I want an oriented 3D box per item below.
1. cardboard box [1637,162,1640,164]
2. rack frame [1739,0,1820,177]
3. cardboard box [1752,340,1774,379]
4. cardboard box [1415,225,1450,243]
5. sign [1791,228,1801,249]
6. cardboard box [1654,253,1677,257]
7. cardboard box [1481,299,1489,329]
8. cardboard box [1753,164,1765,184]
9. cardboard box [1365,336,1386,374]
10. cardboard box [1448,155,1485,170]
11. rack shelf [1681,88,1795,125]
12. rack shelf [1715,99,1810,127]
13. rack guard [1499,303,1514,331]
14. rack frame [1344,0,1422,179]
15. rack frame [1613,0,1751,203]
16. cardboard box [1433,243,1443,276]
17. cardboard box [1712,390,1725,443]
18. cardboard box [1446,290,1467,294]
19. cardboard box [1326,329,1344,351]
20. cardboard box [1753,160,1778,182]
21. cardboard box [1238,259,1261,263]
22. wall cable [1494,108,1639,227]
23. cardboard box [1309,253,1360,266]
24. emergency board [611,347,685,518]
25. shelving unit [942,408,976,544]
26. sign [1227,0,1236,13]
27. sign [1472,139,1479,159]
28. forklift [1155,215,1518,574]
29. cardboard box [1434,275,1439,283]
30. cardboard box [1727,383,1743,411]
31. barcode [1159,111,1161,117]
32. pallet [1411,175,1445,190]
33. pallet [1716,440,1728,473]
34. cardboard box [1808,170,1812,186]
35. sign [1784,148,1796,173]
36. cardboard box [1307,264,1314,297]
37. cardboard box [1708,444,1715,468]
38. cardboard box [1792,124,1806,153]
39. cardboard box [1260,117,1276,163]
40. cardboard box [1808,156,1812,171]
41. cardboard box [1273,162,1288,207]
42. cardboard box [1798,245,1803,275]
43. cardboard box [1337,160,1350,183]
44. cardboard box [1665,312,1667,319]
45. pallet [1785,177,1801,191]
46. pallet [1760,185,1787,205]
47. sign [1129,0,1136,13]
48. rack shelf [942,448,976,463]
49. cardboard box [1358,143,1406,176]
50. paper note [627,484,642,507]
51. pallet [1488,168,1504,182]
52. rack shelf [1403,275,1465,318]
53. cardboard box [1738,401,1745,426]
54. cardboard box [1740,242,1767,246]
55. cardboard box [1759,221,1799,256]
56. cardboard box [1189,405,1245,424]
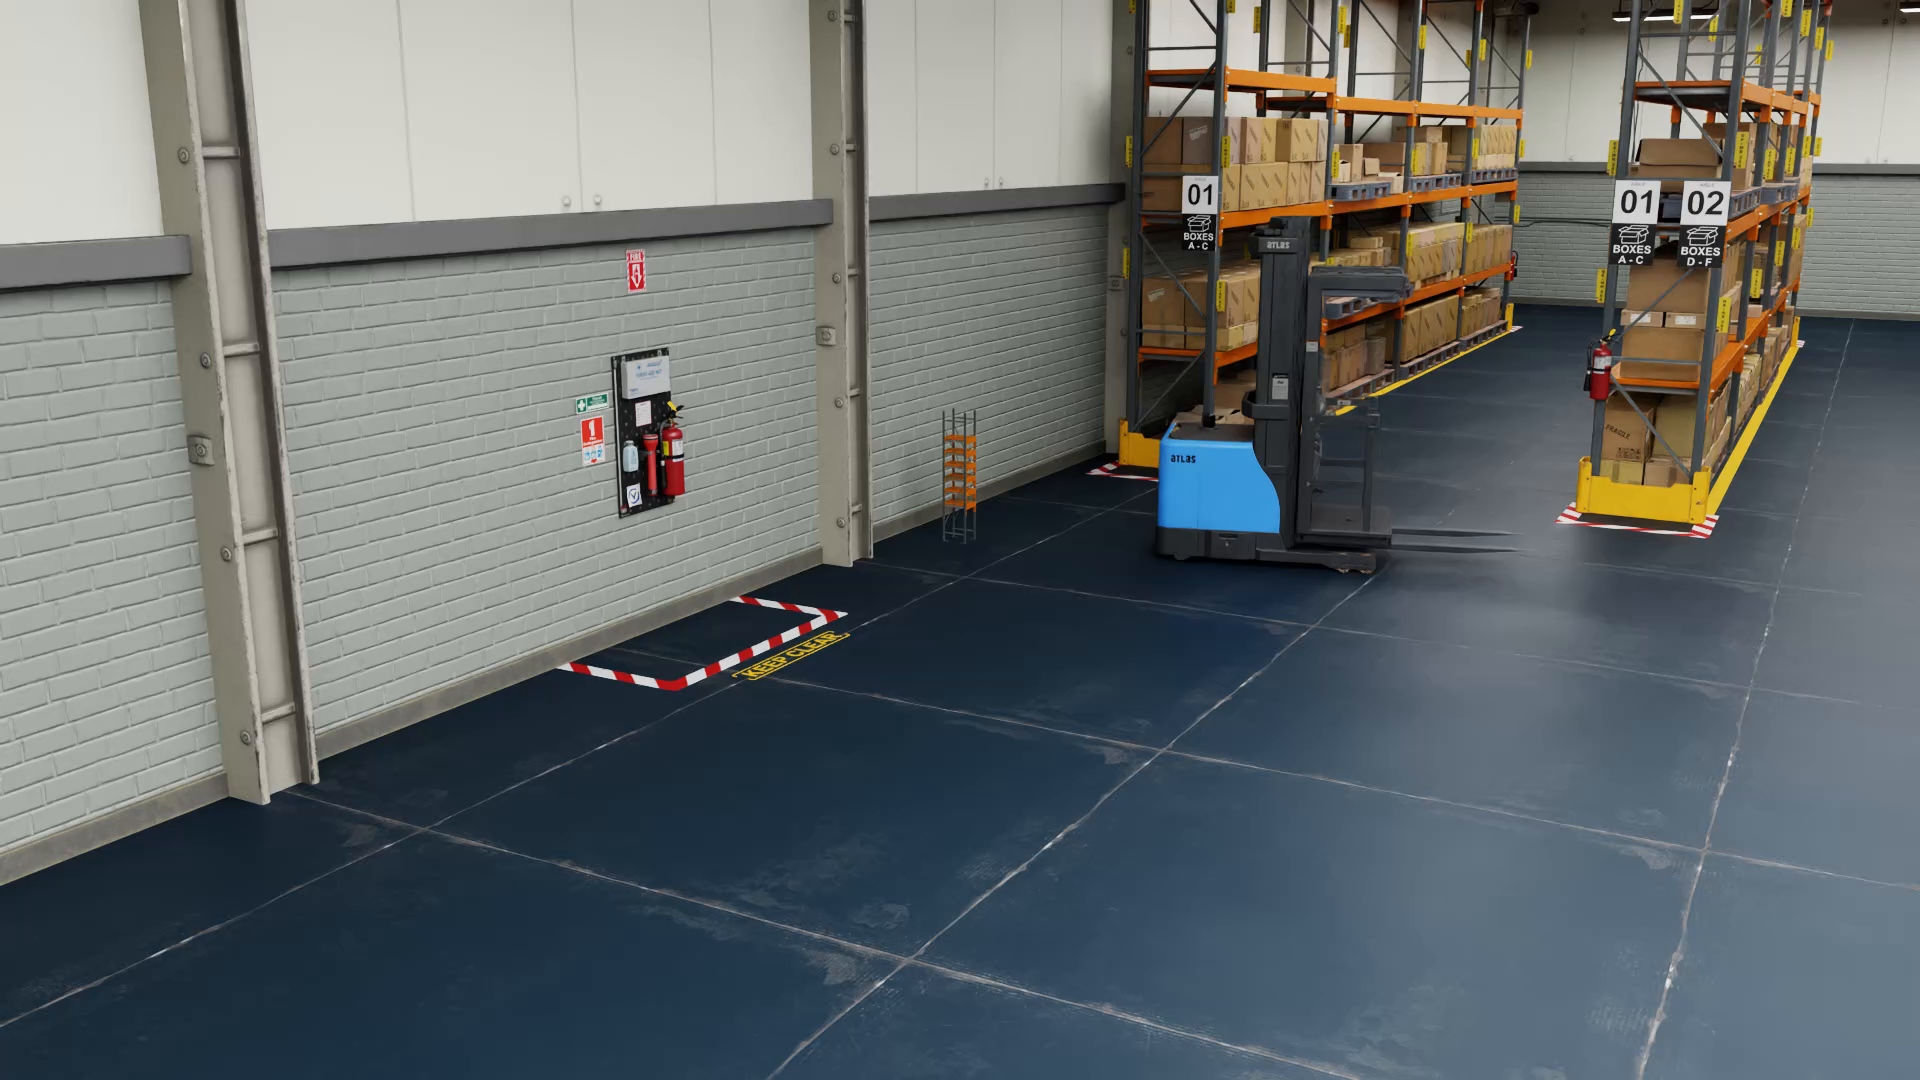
[{"bbox_3d":[7.263,-3.780,17.123,0.500,0.311,0.500,10,17,35],"label":"cardboard box"},{"bbox_3d":[12.470,-7.091,25.462,1.000,3.000,0.127,7,15,28],"label":"rack frame"},{"bbox_3d":[11.501,-2.624,24.128,0.500,0.500,0.500,7,15,27],"label":"cardboard box"},{"bbox_3d":[7.627,-4.969,26.970,0.500,0.250,0.500,8,16,29],"label":"cardboard box"},{"bbox_3d":[12.957,-4.675,25.771,0.100,0.325,0.005,7,15,28],"label":"sign"},{"bbox_3d":[7.181,-2.605,16.675,0.700,0.500,0.500,7,15,27],"label":"cardboard box"},{"bbox_3d":[9.330,-4.184,30.640,0.700,0.500,0.500,7,15,26],"label":"cardboard box"},{"bbox_3d":[10.128,-4.734,21.510,0.500,0.250,0.500,8,16,30],"label":"cardboard box"},{"bbox_3d":[5.895,-2.759,24.690,0.700,0.500,0.500,8,16,29],"label":"cardboard box"},{"bbox_3d":[8.696,-6.485,28.559,0.500,0.250,0.500,7,15,28],"label":"cardboard box"},{"bbox_3d":[9.569,-5.316,20.487,1.077,0.370,4.000,7,15,28],"label":"rack shelf"},{"bbox_3d":[11.503,-6.136,23.891,1.077,0.370,4.000,7,15,28],"label":"rack shelf"},{"bbox_3d":[10.077,-4.345,32.207,1.175,0.500,0.348,7,15,28],"label":"rack guard"},{"bbox_3d":[6.198,-6.831,24.382,1.000,3.000,0.127,7,15,28],"label":"rack frame"},{"bbox_3d":[6.669,-4.629,15.249,1.000,3.000,0.127,7,15,28],"label":"rack frame"},{"bbox_3d":[7.404,-4.504,26.639,0.500,0.500,0.500,8,16,30],"label":"cardboard box"},{"bbox_3d":[7.850,-1.337,17.765,0.500,0.500,0.500,7,15,28],"label":"cardboard box"},{"bbox_3d":[9.088,-4.493,30.539,0.380,0.149,0.250,8,15,29],"label":"cardboard box"},{"bbox_3d":[5.063,-2.808,23.290,0.500,0.250,0.500,7,15,26],"label":"cardboard box"},{"bbox_3d":[10.717,-4.954,22.784,0.910,0.500,0.500,7,15,28],"label":"cardboard box"},{"bbox_3d":[3.854,-3.322,21.307,0.500,0.500,0.500,7,15,27],"label":"cardboard box"},{"bbox_3d":[13.112,-8.082,36.200,3.097,2.526,0.112,7,15,28],"label":"wall cable"},{"bbox_3d":[5.107,-3.709,23.082,0.700,0.500,0.500,10,17,36],"label":"cardboard box"},{"bbox_3d":[-2.217,-0.781,12.088,0.194,1.169,0.643,7,15,28],"label":"emergency board"},{"bbox_3d":[-0.007,-0.580,15.097,0.258,1.200,0.189,7,15,28],"label":"shelving unit"},{"bbox_3d":[2.805,-5.620,17.200,0.100,0.325,0.005,7,15,28],"label":"sign"},{"bbox_3d":[8.611,-6.538,27.794,0.100,0.325,0.005,7,15,28],"label":"sign"},{"bbox_3d":[3.275,-1.275,14.286,3.031,2.935,1.130,3,14,12],"label":"forklift"},{"bbox_3d":[7.563,-4.265,27.035,0.380,0.149,0.250,7,15,26],"label":"cardboard box"},{"bbox_3d":[9.020,-1.730,19.799,0.500,0.311,0.500,7,15,28],"label":"cardboard box"},{"bbox_3d":[2.236,-4.760,18.566,0.001,0.075,0.075,7,15,28],"label":"barcode"},{"bbox_3d":[7.001,-5.648,26.282,1.003,0.211,1.213,8,16,31],"label":"pallet"},{"bbox_3d":[8.181,-1.019,19.026,1.003,0.211,1.213,7,15,28],"label":"pallet"},{"bbox_3d":[14.386,-6.245,28.674,0.500,0.250,0.500,7,15,28],"label":"cardboard box"},{"bbox_3d":[11.018,-5.037,22.071,0.100,0.325,0.005,7,15,28],"label":"sign"},{"bbox_3d":[4.070,-3.160,20.634,0.500,0.500,0.500,7,15,28],"label":"cardboard box"},{"bbox_3d":[7.603,-0.870,17.430,0.500,0.250,0.500,7,15,28],"label":"cardboard box"},{"bbox_3d":[13.037,-6.358,26.475,0.700,0.500,0.500,7,15,28],"label":"cardboard box"},{"bbox_3d":[3.254,-4.531,18.853,0.500,0.500,0.500,8,16,30],"label":"cardboard box"},{"bbox_3d":[14.137,-6.386,28.193,0.500,0.250,0.500,7,15,28],"label":"cardboard box"},{"bbox_3d":[3.490,-4.155,19.429,0.500,0.500,0.500,8,16,31],"label":"cardboard box"},{"bbox_3d":[14.177,-4.814,28.605,0.500,0.500,0.500,8,15,29],"label":"cardboard box"},{"bbox_3d":[4.896,-4.942,22.243,0.500,0.311,0.500,8,16,30],"label":"cardboard box"},{"bbox_3d":[6.812,-2.230,16.503,0.380,0.149,0.250,8,16,29],"label":"cardboard box"},{"bbox_3d":[12.093,-5.415,25.313,1.213,0.211,1.003,7,15,28],"label":"pallet"},{"bbox_3d":[9.748,-4.341,20.859,1.003,0.211,1.213,8,16,31],"label":"pallet"},{"bbox_3d":[1.854,-5.787,17.724,0.100,0.325,0.005,7,15,28],"label":"sign"},{"bbox_3d":[-0.007,-0.770,15.051,0.258,0.103,0.180,7,15,28],"label":"rack shelf"},{"bbox_3d":[6.378,-5.739,25.102,0.700,0.500,0.500,6,15,24],"label":"cardboard box"},{"bbox_3d":[-2.363,-0.324,12.073,0.016,0.148,0.142,7,15,28],"label":"paper note"},{"bbox_3d":[9.127,-6.566,29.874,1.003,0.211,1.213,7,15,28],"label":"pallet"},{"bbox_3d":[7.165,-3.975,26.872,1.077,0.370,4.000,7,15,28],"label":"rack shelf"},{"bbox_3d":[9.262,-1.560,20.291,0.500,0.250,0.500,8,16,29],"label":"cardboard box"},{"bbox_3d":[12.045,-4.355,25.806,0.700,0.500,0.500,2,14,9],"label":"cardboard box"},{"bbox_3d":[12.944,-4.774,26.304,0.500,0.500,0.500,8,16,29],"label":"cardboard box"},{"bbox_3d":[3.019,-1.428,19.573,0.500,0.311,0.500,9,16,33],"label":"cardboard box"}]
